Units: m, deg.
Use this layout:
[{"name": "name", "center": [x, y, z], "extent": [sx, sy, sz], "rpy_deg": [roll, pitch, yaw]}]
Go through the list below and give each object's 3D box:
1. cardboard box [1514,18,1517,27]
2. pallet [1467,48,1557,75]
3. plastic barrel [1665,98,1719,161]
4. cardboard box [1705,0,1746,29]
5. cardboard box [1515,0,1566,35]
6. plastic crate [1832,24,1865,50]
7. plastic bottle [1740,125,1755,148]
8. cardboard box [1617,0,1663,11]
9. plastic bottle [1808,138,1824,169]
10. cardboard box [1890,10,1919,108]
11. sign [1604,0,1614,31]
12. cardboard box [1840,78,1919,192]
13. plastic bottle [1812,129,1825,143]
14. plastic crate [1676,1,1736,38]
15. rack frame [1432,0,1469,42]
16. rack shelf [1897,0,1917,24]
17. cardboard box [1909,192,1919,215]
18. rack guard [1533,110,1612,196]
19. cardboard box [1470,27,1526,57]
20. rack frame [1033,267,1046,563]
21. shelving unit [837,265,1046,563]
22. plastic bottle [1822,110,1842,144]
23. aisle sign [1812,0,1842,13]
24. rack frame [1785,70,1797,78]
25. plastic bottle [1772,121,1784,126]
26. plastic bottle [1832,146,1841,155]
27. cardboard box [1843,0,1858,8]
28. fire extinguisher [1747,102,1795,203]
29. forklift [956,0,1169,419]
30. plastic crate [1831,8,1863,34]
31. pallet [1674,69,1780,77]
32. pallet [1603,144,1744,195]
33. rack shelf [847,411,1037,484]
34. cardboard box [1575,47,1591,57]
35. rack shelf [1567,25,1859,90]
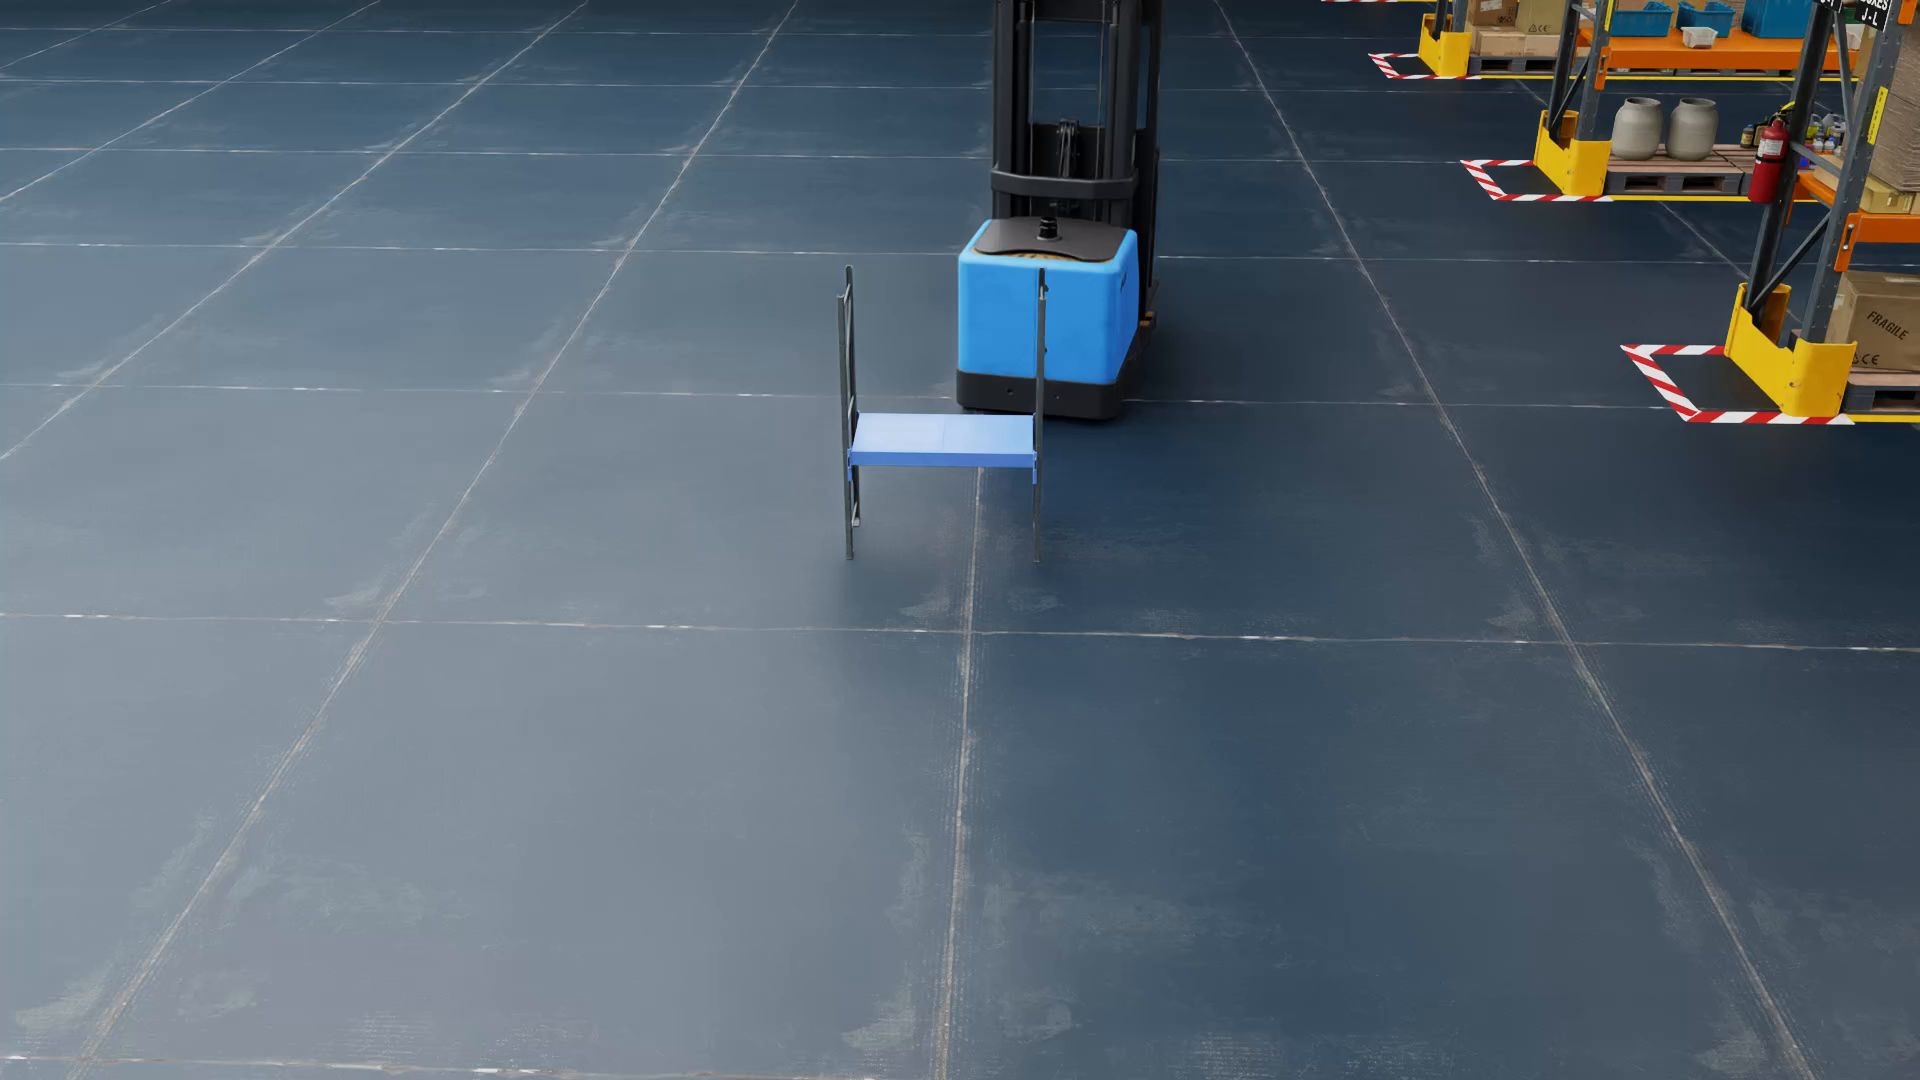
[{"name": "cardboard box", "center": [6.868, -6.128, 20.095], "extent": [0.500, 0.250, 0.500], "rpy_deg": [1, 28, 2]}, {"name": "pallet", "center": [6.587, -5.806, 19.977], "extent": [1.213, 0.211, 1.003], "rpy_deg": [1, 28, 2]}, {"name": "plastic barrel", "center": [6.804, -3.815, 15.452], "extent": [0.421, 0.512, 0.421], "rpy_deg": [0, 28, 0]}, {"name": "cardboard box", "center": [8.848, -6.186, 19.403], "extent": [0.500, 0.500, 0.500], "rpy_deg": [1, 28, 2]}, {"name": "cardboard box", "center": [6.849, -6.212, 19.453], "extent": [0.500, 0.500, 0.500], "rpy_deg": [1, 28, 2]}, {"name": "plastic crate", "center": [8.008, -4.438, 14.701], "extent": [0.437, 0.136, 0.530], "rpy_deg": [1, 28, 2]}, {"name": "plastic bottle", "center": [7.493, -3.845, 15.819], "extent": [0.097, 0.201, 0.097], "rpy_deg": [0, 28, 0]}, {"name": "cardboard box", "center": [7.848, -6.194, 19.418], "extent": [0.500, 0.500, 0.500], "rpy_deg": [1, 28, 2]}, {"name": "plastic bottle", "center": [7.786, -3.520, 15.130], "extent": [0.097, 0.271, 0.097], "rpy_deg": [0, 28, 0]}, {"name": "cardboard box", "center": [6.008, -2.875, 9.978], "extent": [0.500, 0.500, 0.500], "rpy_deg": [1, 28, 2]}, {"name": "sign", "center": [5.619, -4.577, 14.386], "extent": [0.005, 0.325, 0.100], "rpy_deg": [1, 28, 2]}, {"name": "cardboard box", "center": [6.016, -2.548, 10.429], "extent": [0.500, 0.500, 0.875], "rpy_deg": [1, 28, 2]}, {"name": "plastic bottle", "center": [8.088, -3.768, 15.673], "extent": [0.097, 0.201, 0.097], "rpy_deg": [0, 28, 0]}, {"name": "plastic crate", "center": [6.802, -4.765, 15.195], "extent": [0.408, 0.251, 0.499], "rpy_deg": [1, 28, 2]}, {"name": "rack frame", "center": [5.821, -7.031, 19.310], "extent": [0.127, 3.000, 1.000], "rpy_deg": [1, 28, 2]}, {"name": "rack shelf", "center": [7.466, -3.368, 9.967], "extent": [4.000, 0.370, 1.077], "rpy_deg": [1, 28, 2]}, {"name": "cardboard box", "center": [5.993, -2.154, 10.378], "extent": [0.250, 0.149, 0.380], "rpy_deg": [1, 28, 2]}, {"name": "rack guard", "center": [5.720, -3.629, 15.561], "extent": [0.348, 0.500, 1.175], "rpy_deg": [1, 28, 2]}, {"name": "cardboard box", "center": [6.349, -5.889, 19.643], "extent": [0.500, 0.250, 0.500], "rpy_deg": [1, 28, 2]}, {"name": "rack frame", "center": [0.423, -0.656, 8.886], "extent": [0.032, 1.500, 0.500], "rpy_deg": [1, 28, 2]}, {"name": "shelving unit", "center": [-0.085, -0.664, 8.901], "extent": [1.048, 1.500, 0.538], "rpy_deg": [1, 28, 2]}, {"name": "plastic bottle", "center": [8.234, -3.888, 15.740], "extent": [0.185, 0.351, 0.144], "rpy_deg": [1, 28, 1]}, {"name": "aisle sign", "center": [5.416, -3.684, 10.221], "extent": [0.004, 0.787, 0.394], "rpy_deg": [1, 28, 2]}, {"name": "rack frame", "center": [9.819, -6.965, 19.186], "extent": [0.127, 3.000, 1.000], "rpy_deg": [1, 28, 2]}, {"name": "plastic bottle", "center": [7.744, -3.861, 15.770], "extent": [0.135, 0.276, 0.152], "rpy_deg": [1, 28, 2]}, {"name": "plastic bottle", "center": [7.985, -3.486, 15.141], "extent": [0.097, 0.201, 0.097], "rpy_deg": [0, 28, 0]}, {"name": "cardboard box", "center": [10.754, -6.305, 19.830], "extent": [0.500, 0.311, 0.500], "rpy_deg": [2, 28, 3]}, {"name": "fire extinguisher", "center": [5.370, -2.577, 10.992], "extent": [0.183, 0.674, 0.296], "rpy_deg": [1, 28, 2]}, {"name": "forklift", "center": [0.814, -2.731, 11.272], "extent": [1.130, 2.935, 3.031], "rpy_deg": [6, 29, 12]}, {"name": "plastic crate", "center": [8.293, -4.707, 15.153], "extent": [0.662, 0.188, 0.450], "rpy_deg": [1, 28, 2]}, {"name": "pallet", "center": [9.025, -5.765, 19.901], "extent": [1.213, 0.211, 1.003], "rpy_deg": [1, 28, 2]}, {"name": "pallet", "center": [6.532, -3.485, 15.599], "extent": [1.213, 0.211, 1.003], "rpy_deg": [1, 28, 2]}, {"name": "rack shelf", "center": [-0.085, -0.505, 8.986], "extent": [1.000, 0.185, 0.538], "rpy_deg": [1, 28, 2]}, {"name": "cardboard box", "center": [7.349, -5.873, 19.615], "extent": [0.500, 0.250, 0.500], "rpy_deg": [1, 28, 2]}, {"name": "rack shelf", "center": [7.641, -4.361, 15.043], "extent": [4.000, 0.370, 1.077], "rpy_deg": [1, 28, 2]}]
